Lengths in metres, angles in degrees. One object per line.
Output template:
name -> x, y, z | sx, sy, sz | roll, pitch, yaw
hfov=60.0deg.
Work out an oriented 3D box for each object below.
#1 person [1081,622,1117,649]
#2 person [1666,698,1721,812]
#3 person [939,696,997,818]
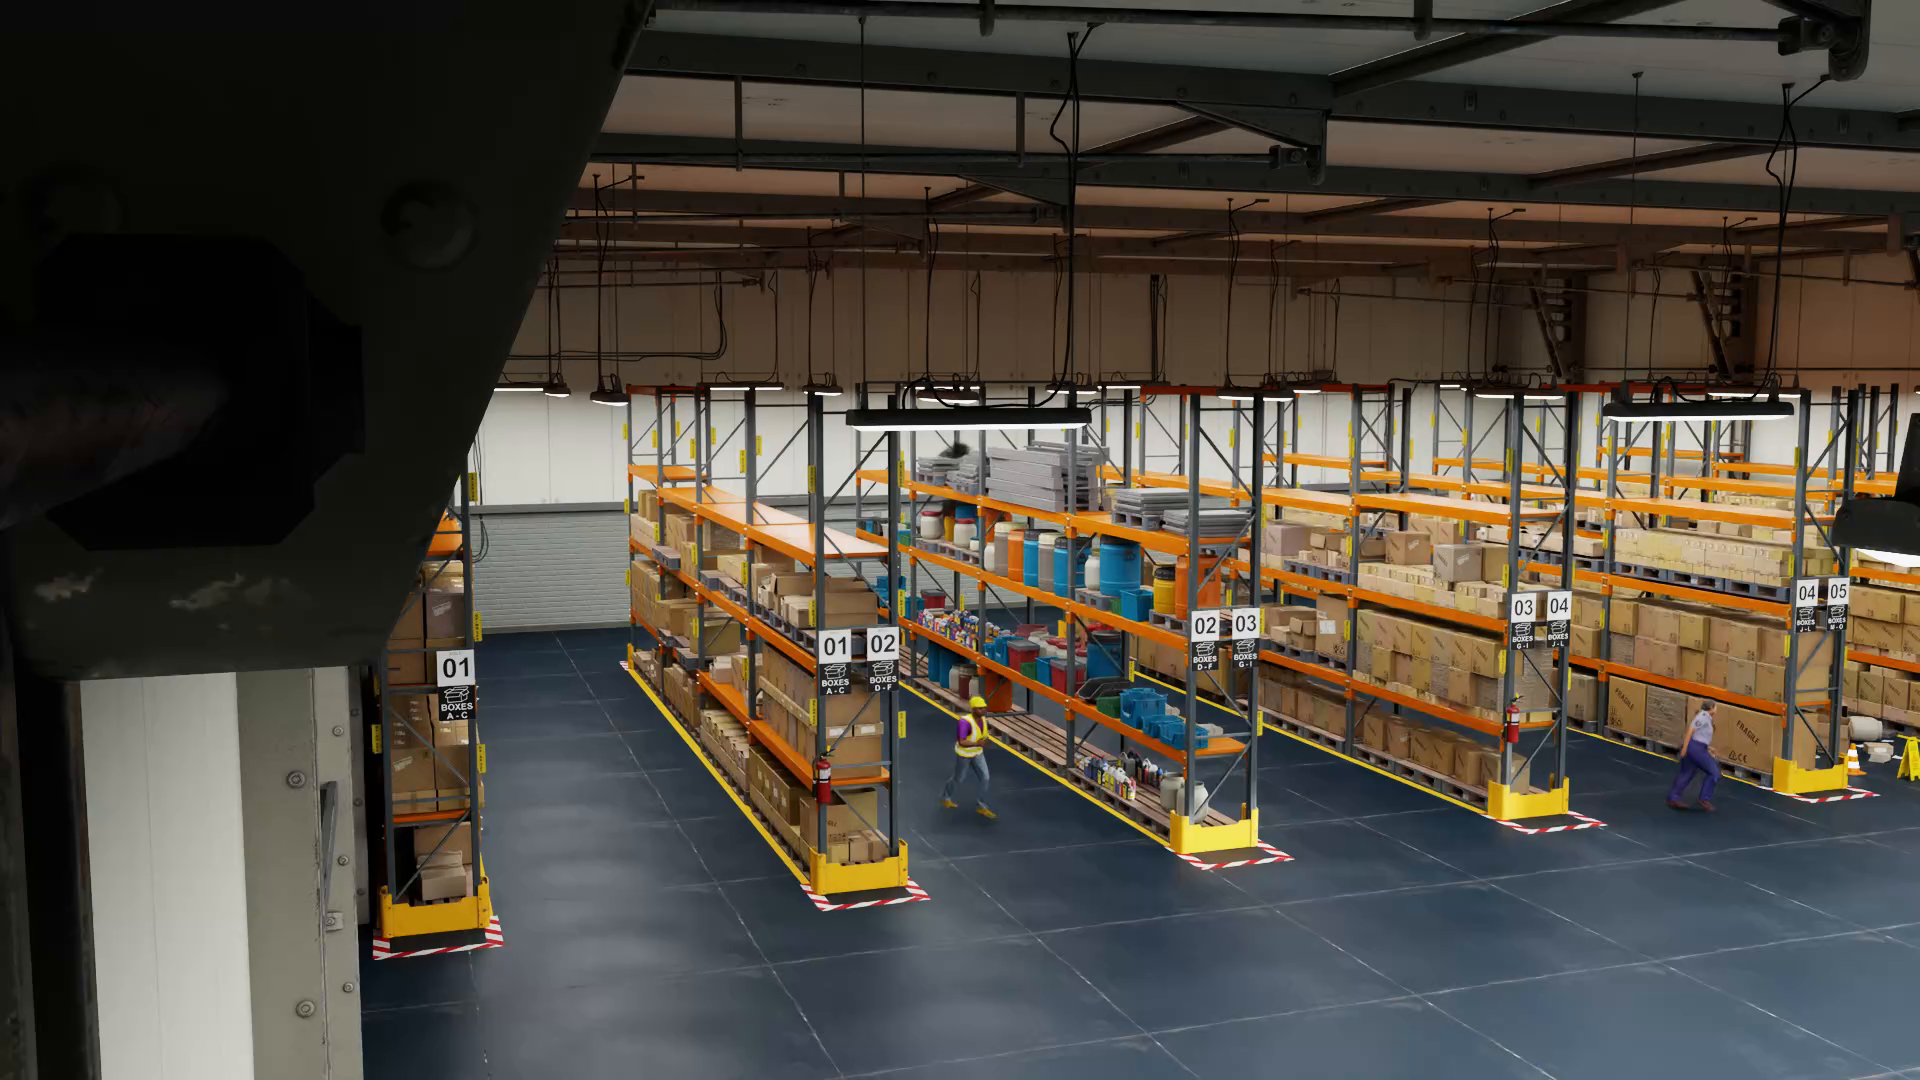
person -> 2.750, 2.210, 32.043 | 0.628, 1.654, 0.719 | -4, 7, -37
person -> 10.577, 3.070, 23.984 | 0.710, 1.602, 0.553 | 1, 6, 13
person -> 0.124, 3.040, 23.527 | 0.980, 1.732, 0.722 | 6, 8, 43
